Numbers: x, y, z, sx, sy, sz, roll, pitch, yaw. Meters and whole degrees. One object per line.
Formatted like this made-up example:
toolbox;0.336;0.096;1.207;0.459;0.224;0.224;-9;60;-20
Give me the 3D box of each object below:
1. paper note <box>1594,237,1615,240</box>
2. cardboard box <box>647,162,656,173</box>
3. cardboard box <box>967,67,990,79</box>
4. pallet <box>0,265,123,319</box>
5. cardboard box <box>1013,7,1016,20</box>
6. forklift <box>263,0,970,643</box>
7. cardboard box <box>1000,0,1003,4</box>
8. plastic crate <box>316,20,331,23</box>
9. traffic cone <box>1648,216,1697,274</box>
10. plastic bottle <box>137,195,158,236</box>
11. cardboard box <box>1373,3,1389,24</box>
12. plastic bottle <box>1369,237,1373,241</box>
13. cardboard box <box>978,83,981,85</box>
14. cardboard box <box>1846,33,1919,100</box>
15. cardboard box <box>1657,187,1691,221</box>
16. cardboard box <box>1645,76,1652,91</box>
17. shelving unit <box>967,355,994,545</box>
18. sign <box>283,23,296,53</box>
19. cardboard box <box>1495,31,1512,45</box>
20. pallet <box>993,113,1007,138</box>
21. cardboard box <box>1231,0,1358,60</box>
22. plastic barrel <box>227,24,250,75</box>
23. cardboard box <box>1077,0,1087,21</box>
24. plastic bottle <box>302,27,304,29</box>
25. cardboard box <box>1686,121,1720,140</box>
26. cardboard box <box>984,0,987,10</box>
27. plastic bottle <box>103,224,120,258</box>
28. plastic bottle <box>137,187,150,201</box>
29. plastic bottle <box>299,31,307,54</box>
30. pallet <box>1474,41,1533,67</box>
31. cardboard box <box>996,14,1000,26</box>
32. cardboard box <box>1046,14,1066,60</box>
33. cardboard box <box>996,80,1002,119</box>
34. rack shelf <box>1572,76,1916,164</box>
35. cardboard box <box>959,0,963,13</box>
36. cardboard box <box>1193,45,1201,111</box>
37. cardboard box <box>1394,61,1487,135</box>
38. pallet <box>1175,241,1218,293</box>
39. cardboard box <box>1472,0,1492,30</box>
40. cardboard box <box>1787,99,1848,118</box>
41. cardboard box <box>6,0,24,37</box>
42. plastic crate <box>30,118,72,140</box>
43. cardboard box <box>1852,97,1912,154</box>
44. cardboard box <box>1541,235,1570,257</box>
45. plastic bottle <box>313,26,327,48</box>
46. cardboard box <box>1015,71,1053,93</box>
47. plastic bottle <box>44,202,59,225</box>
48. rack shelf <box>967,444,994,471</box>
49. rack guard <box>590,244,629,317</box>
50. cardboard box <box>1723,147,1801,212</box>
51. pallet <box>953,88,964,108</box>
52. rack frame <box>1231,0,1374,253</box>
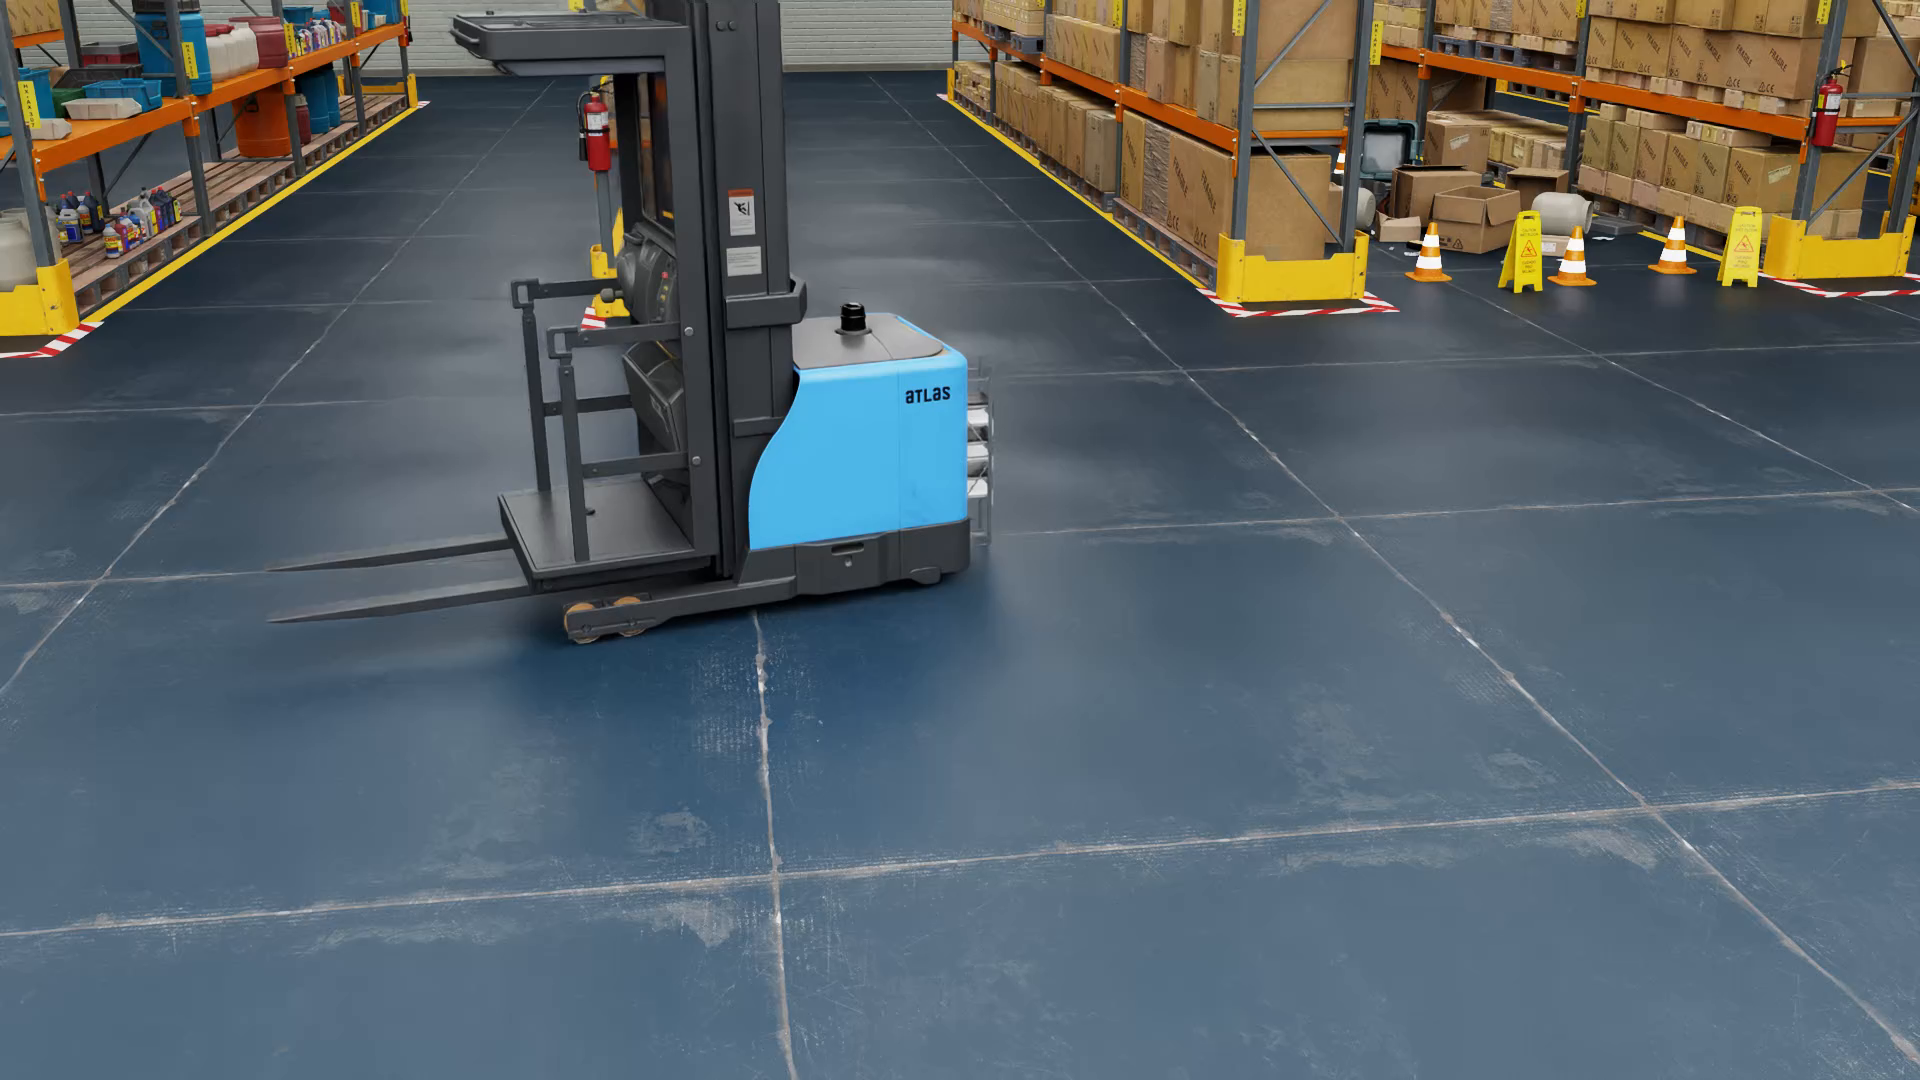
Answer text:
paper note;6.163;-2.894;15.920;0.142;0.019;0.148;-11;23;-26
cardboard box;-2.714;-3.253;15.611;0.500;0.500;0.500;4;21;9
cardboard box;0.320;-7.422;26.425;0.380;0.149;0.250;-3;21;-7
pallet;-7.316;-1.930;13.082;1.003;0.211;1.213;-3;21;-8
cardboard box;0.886;-6.802;21.475;0.380;0.149;0.250;-3;21;-8
forklift;-1.521;-1.145;7.092;3.031;2.935;1.130;-8;22;-21
cardboard box;0.737;-7.301;22.386;0.380;0.149;0.250;-2;21;-6
plastic crate;-9.425;-7.578;24.509;0.293;0.136;0.466;-3;21;-8
traffic cone;6.223;-2.576;14.451;0.336;0.463;0.334;-3;21;-8
plastic bottle;-7.271;-2.894;14.835;0.144;0.351;0.185;-3;21;-8
cardboard box;5.915;-7.123;22.499;0.500;0.250;0.500;-3;21;-9
plastic bottle;3.769;-2.852;15.766;0.283;0.061;0.133;-11;23;-26
cardboard box;0.485;-7.008;25.742;0.380;0.149;0.250;-2;21;-6
cardboard box;7.768;-4.045;14.190;0.500;0.500;0.500;-3;21;-9
cardboard box;7.031;-3.216;15.869;0.500;0.250;0.500;-4;21;-10
cardboard box;6.940;-4.469;16.253;0.380;0.149;0.250;-3;21;-8
shelving unit;0.016;-0.428;8.075;0.258;0.900;0.210;-4;21;-11
sign;-7.756;-5.807;19.244;0.100;0.325;0.005;-3;21;-8
cardboard box;6.456;-5.845;19.338;0.380;0.149;0.250;-2;21;-6
pallet;1.062;-5.975;23.911;1.003;0.211;1.213;-3;21;-8
cardboard box;2.662;-4.102;13.155;0.875;0.550;0.550;-3;21;-8
plastic barrel;-7.879;-5.262;17.857;0.421;0.512;0.421;0;20;0
cardboard box;1.730;-6.172;18.883;0.700;0.500;0.500;-3;21;-9
plastic bottle;-8.442;-6.464;21.421;0.097;0.271;0.097;0;20;0
cardboard box;6.999;-3.811;15.463;0.380;0.149;0.250;-2;21;-5
cardboard box;0.549;-7.609;23.636;0.380;0.149;0.250;-3;21;-7
plastic bottle;-7.099;-2.502;13.899;0.097;0.271;0.097;0;20;0
plastic bottle;-7.488;-3.065;15.293;0.144;0.351;0.185;-3;21;-8
plastic bottle;-8.165;-6.168;20.627;0.097;0.271;0.097;0;20;0
pallet;6.734;-5.677;19.403;1.003;0.211;1.213;-3;21;-8
cardboard box;0.700;-7.112;22.731;0.380;0.149;0.250;-4;21;-10
cardboard box;1.322;-6.043;19.967;0.500;0.500;0.500;-3;21;-7
cardboard box;0.792;-6.307;23.788;0.500;0.500;0.500;-2;21;-6
rack shelf;7.273;-4.036;15.763;1.077;0.370;4.000;-3;21;-8
cardboard box;0.265;-8.768;26.837;0.500;0.500;0.500;-3;21;-8
cardboard box;2.522;-3.982;14.375;0.875;0.550;0.550;-3;21;-8
cardboard box;6.391;-5.895;22.149;0.875;0.875;0.875;-3;21;-8
pallet;2.485;-2.362;14.239;1.003;0.211;1.213;-3;21;-8
cardboard box;6.409;-6.302;19.634;0.500;0.500;0.500;-3;21;-7
cardboard box;7.296;-3.681;14.145;0.380;0.149;0.250;-2;21;-6
cardboard box;-13.729;-7.424;23.665;0.500;0.500;0.500;-3;21;-8
plastic crate;-6.957;-3.133;12.695;0.298;0.136;0.250;-3;21;-8
cardboard box;11.595;-5.111;20.406;0.875;0.625;0.625;-4;21;-10
cardboard box;5.374;-2.697;15.223;0.380;0.149;0.250;8;22;20
plastic bottle;-8.355;-6.560;21.669;0.152;0.276;0.135;-3;21;-8
cardboard box;1.025;-6.117;22.208;0.500;0.250;0.500;-2;21;-6
plastic bottle;-7.929;-2.768;14.497;0.144;0.351;0.185;-3;21;-8
rack shelf;0.016;-0.396;8.087;0.258;0.077;0.200;-4;21;-11
rack guard;-2.256;-2.036;12.953;1.175;0.500;0.348;-3;21;-8
cardboard box;7.188;-3.205;14.767;0.500;0.500;0.500;-3;21;-7
pallet;0.464;-7.320;27.513;1.003;0.211;1.213;-3;21;-8
rack frame;2.678;-3.396;13.021;1.000;3.000;0.127;-3;21;-8
